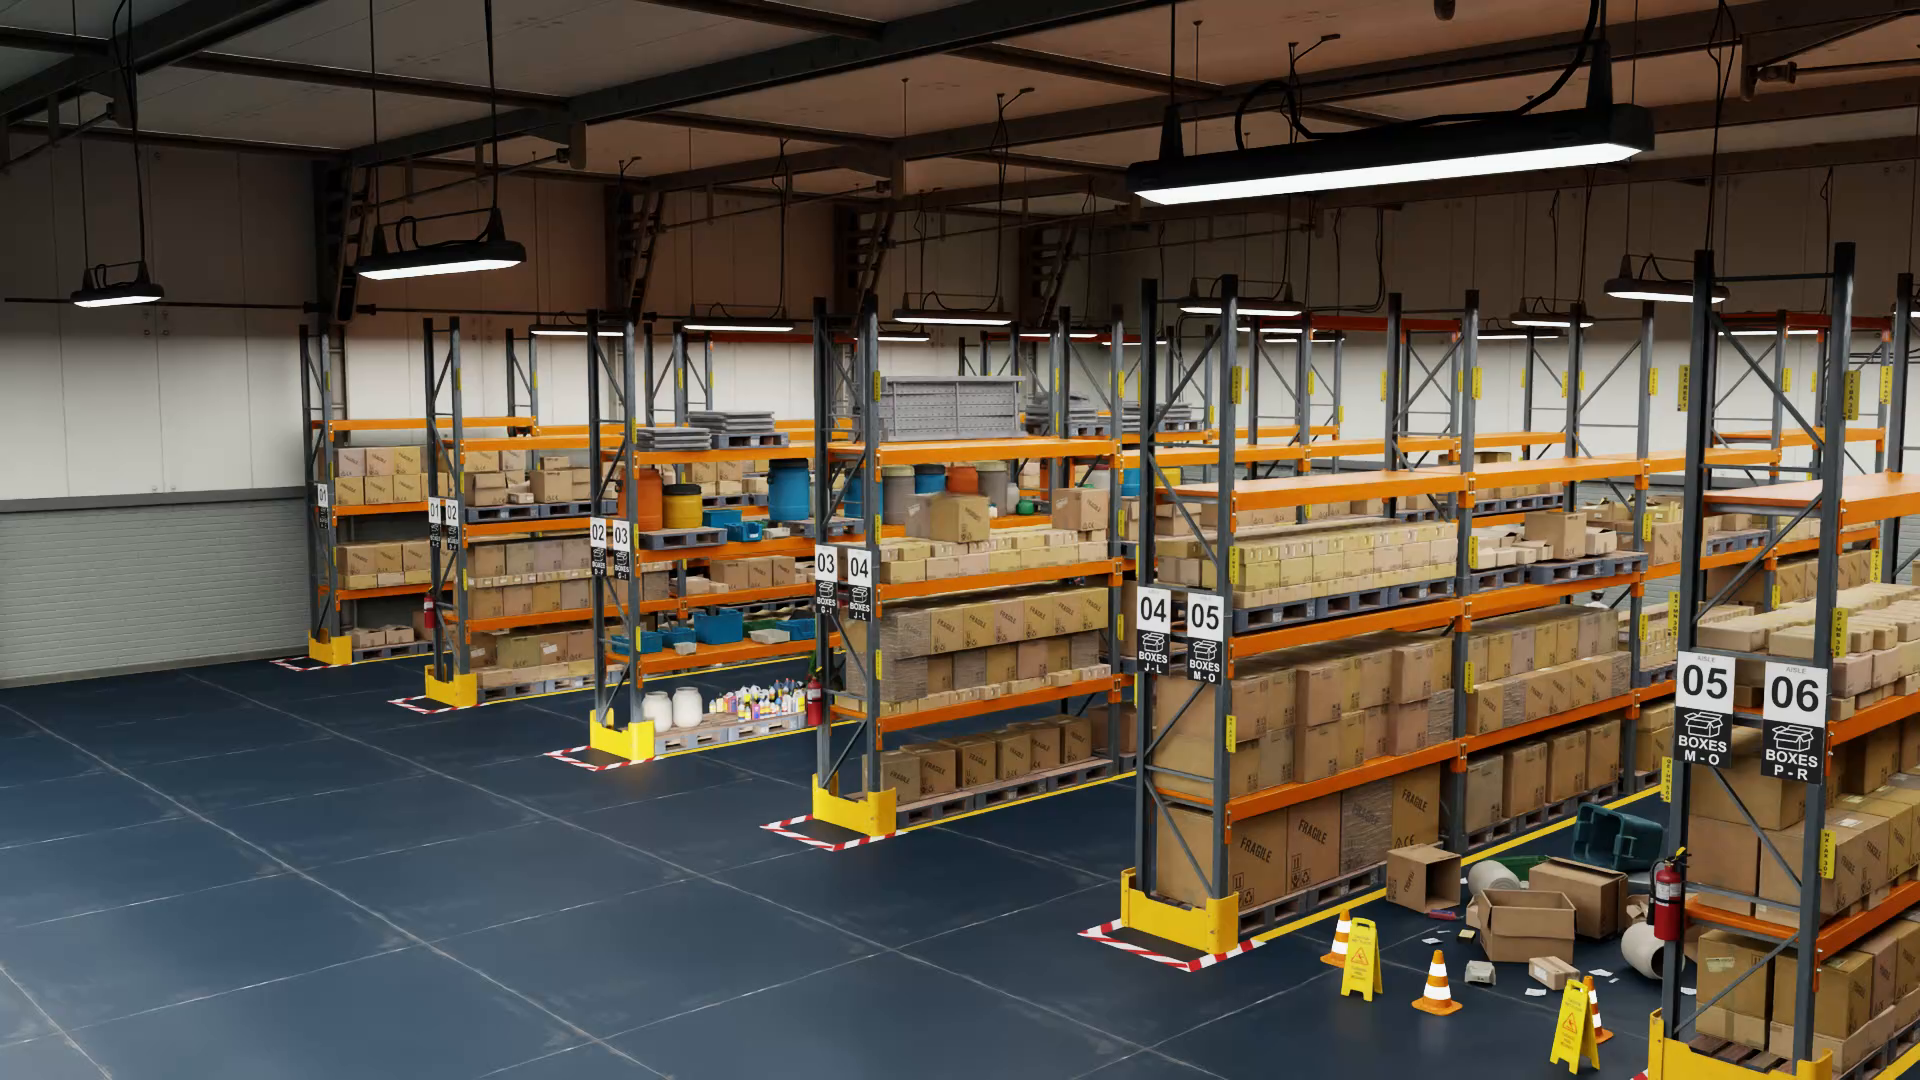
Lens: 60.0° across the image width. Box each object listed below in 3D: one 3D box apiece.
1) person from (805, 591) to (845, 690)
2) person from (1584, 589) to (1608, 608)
[{"bbox_3d":[-2.277,1.600,26.564,0.992,1.729,0.546,-3,7,-30],"label":"person"},{"bbox_3d":[10.299,1.604,27.026,0.504,1.695,0.365,1,6,14],"label":"person"}]
